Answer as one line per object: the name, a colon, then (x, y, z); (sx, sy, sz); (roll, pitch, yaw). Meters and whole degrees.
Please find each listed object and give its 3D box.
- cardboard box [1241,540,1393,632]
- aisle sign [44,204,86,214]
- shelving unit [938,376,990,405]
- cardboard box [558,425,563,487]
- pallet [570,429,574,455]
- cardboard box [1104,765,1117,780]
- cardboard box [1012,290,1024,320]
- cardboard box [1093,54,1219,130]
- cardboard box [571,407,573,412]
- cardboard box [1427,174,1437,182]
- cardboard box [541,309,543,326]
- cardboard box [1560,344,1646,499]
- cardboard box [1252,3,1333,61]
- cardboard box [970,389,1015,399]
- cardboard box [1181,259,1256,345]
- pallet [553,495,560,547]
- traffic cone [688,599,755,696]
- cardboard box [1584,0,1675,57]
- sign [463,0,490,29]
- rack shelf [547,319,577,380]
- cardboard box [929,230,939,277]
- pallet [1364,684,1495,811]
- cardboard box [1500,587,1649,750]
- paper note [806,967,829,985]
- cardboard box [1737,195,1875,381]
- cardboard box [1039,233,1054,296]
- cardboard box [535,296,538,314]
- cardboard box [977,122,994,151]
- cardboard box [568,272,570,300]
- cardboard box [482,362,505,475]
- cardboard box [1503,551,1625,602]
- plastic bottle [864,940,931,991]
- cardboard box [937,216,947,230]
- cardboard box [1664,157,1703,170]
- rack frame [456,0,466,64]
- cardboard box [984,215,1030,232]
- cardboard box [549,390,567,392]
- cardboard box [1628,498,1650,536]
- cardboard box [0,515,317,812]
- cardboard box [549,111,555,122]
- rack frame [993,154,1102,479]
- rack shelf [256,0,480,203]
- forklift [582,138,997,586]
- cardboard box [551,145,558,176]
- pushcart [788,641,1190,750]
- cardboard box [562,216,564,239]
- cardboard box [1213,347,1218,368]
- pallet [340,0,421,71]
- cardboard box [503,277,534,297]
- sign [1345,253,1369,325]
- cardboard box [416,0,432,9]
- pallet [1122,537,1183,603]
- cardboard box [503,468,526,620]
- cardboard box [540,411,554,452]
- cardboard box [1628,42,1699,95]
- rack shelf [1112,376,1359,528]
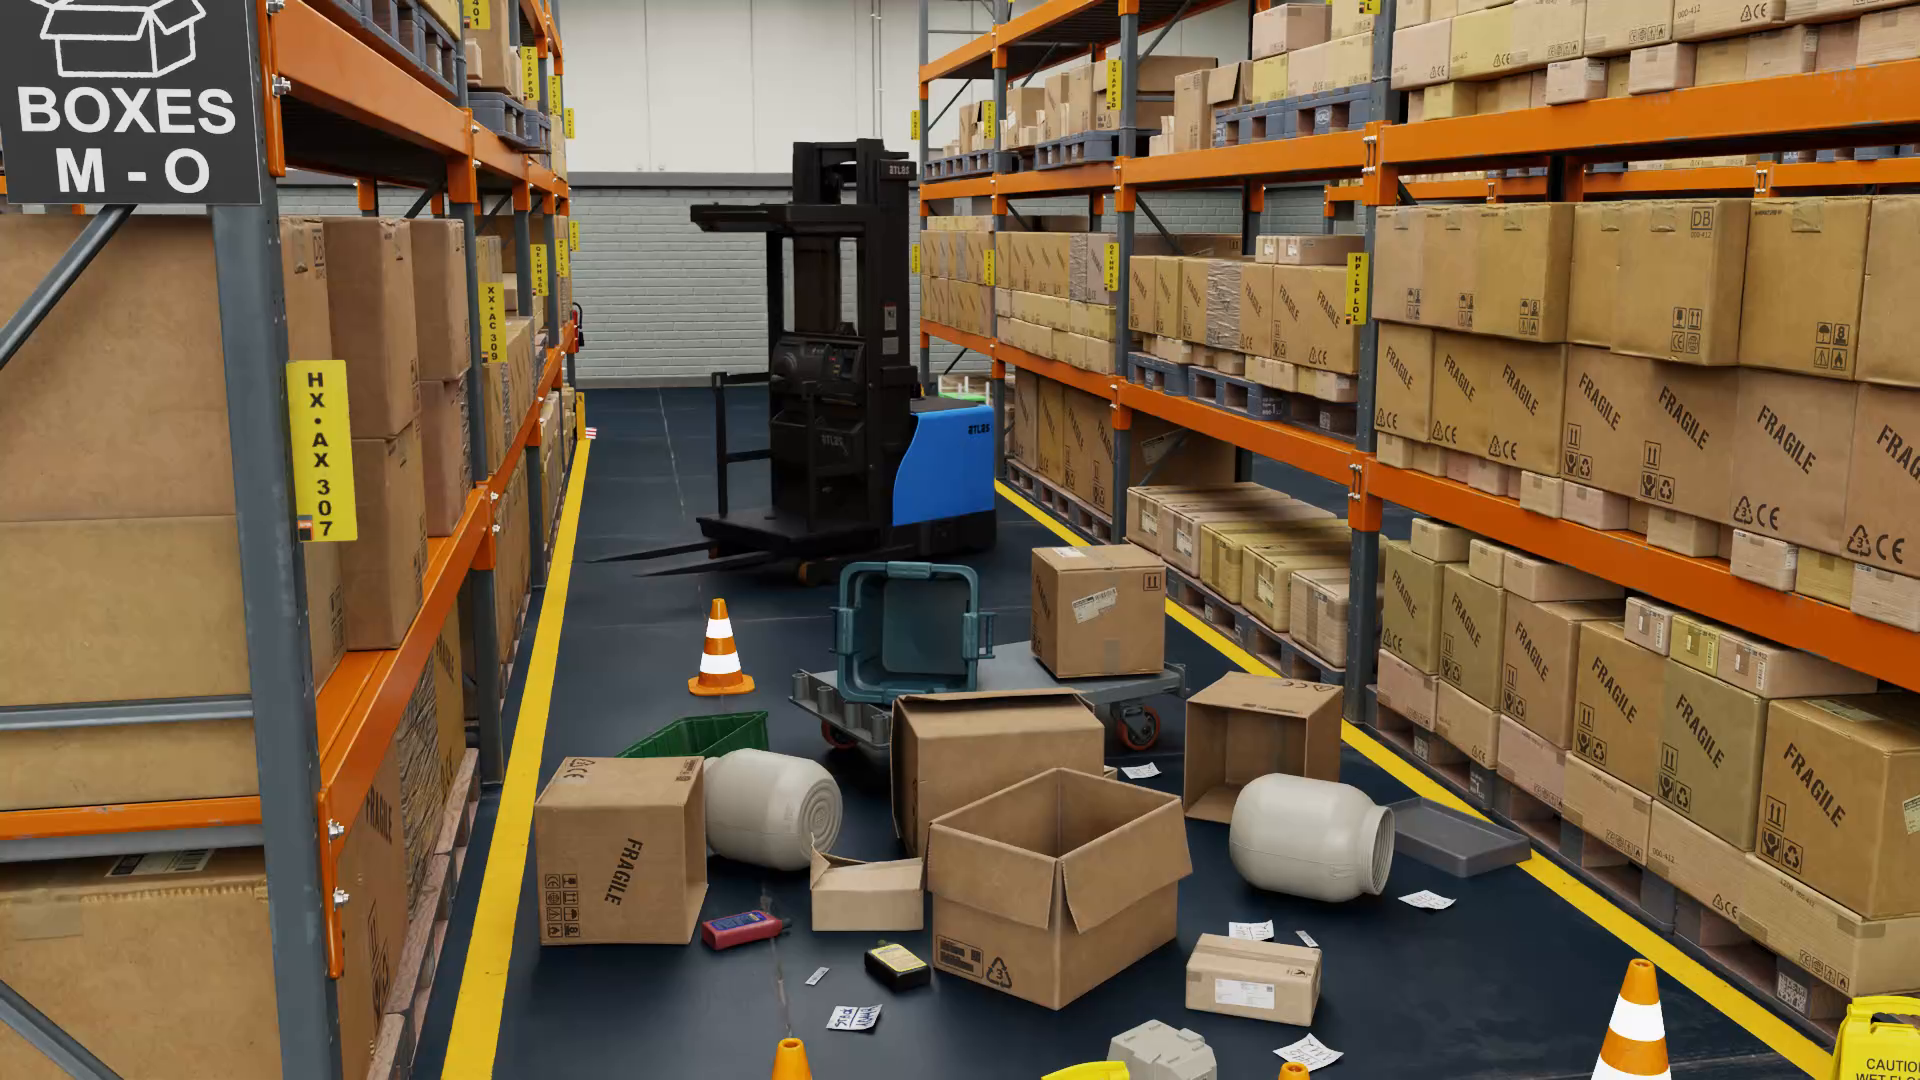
cardboard box: (2.122, 0.249, 9.268); (0.950, 0.372, 0.625); (-1, 11, -7)
aisle sign: (-9.405, -3.749, 17.418); (0.394, 0.787, 0.004); (-2, 11, -11)
shelving unit: (0.025, -0.637, 12.833); (0.258, 1.200, 0.503); (-4, 11, -18)
cardboard box: (-3.631, -0.728, 14.060); (0.500, 0.500, 0.500); (-2, 11, -12)
pallet: (-4.662, -1.076, 17.783); (1.003, 0.211, 1.213); (-2, 11, -11)
cardboard box: (0.423, 0.963, 6.925); (0.396, 0.266, 0.258); (9, 14, 38)
cardboard box: (0.751, -2.061, 14.566); (0.500, 0.250, 0.500); (-2, 11, -10)
cardboard box: (1.370, -3.135, 11.724); (0.797, 0.503, 0.637); (-3, 11, -15)
cardboard box: (-4.418, -1.475, 18.130); (0.380, 0.149, 0.250); (-2, 11, -13)
cardboard box: (5.167, -3.851, 17.556); (0.380, 0.149, 0.250); (-2, 11, -9)
cardboard box: (-3.751, -1.893, 14.170); (0.380, 0.149, 0.250); (-2, 11, -12)
cardboard box: (2.505, -0.436, 5.902); (0.500, 0.500, 0.500); (-2, 11, -10)
cardboard box: (1.912, -2.747, 9.026); (0.500, 0.250, 0.500); (-2, 11, -10)
cardboard box: (0.622, -1.305, 17.262); (0.875, 0.438, 0.875); (-2, 11, -13)
cardboard box: (1.670, -1.459, 10.154); (0.500, 0.500, 0.500); (-2, 11, -10)
pallet: (-3.629, -0.139, 12.863); (1.003, 0.211, 1.213); (-2, 11, -11)
traffic cone: (-1.246, 0.537, 8.640); (0.336, 0.463, 0.334); (-2, 11, -11)
cardboard box: (2.481, -1.784, 5.628); (0.500, 0.250, 0.500); (-2, 11, -10)
sign: (-1.922, -2.196, 6.593); (0.100, 0.325, 0.005); (-2, 11, -11)
rack shelf: (-4.411, -1.889, 16.525); (1.077, 0.370, 4.000); (-2, 11, -11)
cardboard box: (-0.043, -3.156, 18.312); (0.500, 0.500, 0.500); (-2, 11, -13)
pallet: (2.535, 0.884, 7.485); (1.003, 0.211, 1.213); (-2, 11, -11)
cardboard box: (2.434, 0.480, 6.379); (0.500, 0.500, 0.500); (-2, 11, -8)
paper note: (-0.457, 1.397, 5.330); (0.032, 0.001, 0.123); (4, 11, 18)
cardboard box: (2.743, -0.739, 4.820); (0.700, 0.500, 0.500); (-2, 11, -10)
cardboard box: (0.945, -2.245, 13.526); (0.500, 0.500, 0.500); (-2, 11, -12)
cardboard box: (-3.596, -1.895, 13.385); (0.380, 0.149, 0.250); (-2, 11, -13)
cardboard box: (0.375, -3.843, 15.812); (0.396, 0.266, 0.258); (-2, 11, -9)
cardboard box: (-4.365, -2.637, 17.467); (0.500, 0.500, 0.500); (-2, 11, -12)
cardboard box: (-2.305, -0.564, 7.371); (0.500, 0.500, 0.500); (-2, 11, -10)
cardboard box: (2.342, 0.137, 6.446); (0.380, 0.149, 0.250); (-1, 11, -8)
plastic bottle: (-0.219, 1.364, 5.365); (0.133, 0.061, 0.283); (-6, 13, -31)
cardboard box: (-0.039, -3.447, 18.108); (0.380, 0.149, 0.250); (-2, 11, -13)
cardboard box: (6.023, -3.099, 13.337); (0.500, 0.250, 0.500); (-2, 11, -11)
rack frame: (-2.466, -3.356, 6.261); (1.000, 3.000, 0.127); (-2, 11, -11)
cardboard box: (0.441, -2.978, 15.646); (0.380, 0.149, 0.250); (-2, 11, -12)
cardboard box: (-4.293, -1.479, 17.355); (0.380, 0.149, 0.250); (-3, 11, -13)
cardboard box: (2.587, -0.092, 5.830); (0.380, 0.149, 0.250); (-2, 11, -11)
cardboard box: (-1.805, 0.185, 3.302); (0.875, 0.550, 0.550); (-2, 11, -11)
cardboard box: (-4.050, -4.022, 15.782); (0.380, 0.149, 0.250); (-2, 11, -8)
rack frame: (0.814, -2.075, 15.574); (1.000, 3.000, 0.127); (-2, 11, -11)
rack shelf: (-2.077, -1.162, 4.681); (1.077, 0.370, 4.000); (-2, 11, -11)
forklift: (-1.139, -1.240, 11.374); (3.031, 2.935, 1.130); (-10, 15, -43)
cardboard box: (-3.853, -3.370, 14.761); (0.500, 0.250, 0.500); (-2, 11, -8)
pushcart: (0.143, 0.773, 7.626); (1.648, 0.377, 0.936); (-6, 13, -31)
cardboard box: (-4.153, -2.936, 16.364); (0.500, 0.500, 0.500); (-3, 11, -13)
cardboard box: (1.752, -1.110, 10.052); (0.380, 0.149, 0.250); (-2, 11, -9)
pallet: (-2.084, -1.465, 4.586); (1.003, 0.211, 1.213); (-2, 11, -11)
cardboard box: (-3.556, -1.995, 13.111); (0.380, 0.149, 0.250); (-2, 11, -13)
sign: (1.826, -1.155, 7.647); (0.100, 0.325, 0.005); (-2, 11, -11)
cardboard box: (-1.884, -1.773, 5.248); (0.380, 0.149, 0.250); (-2, 11, -10)
pallet: (1.742, 0.172, 11.227); (1.003, 0.211, 1.213); (-2, 11, -11)
cardboard box: (-3.041, 0.032, 9.402); (1.050, 0.750, 0.750); (-2, 11, -10)
cardboard box: (-3.323, -0.809, 12.479); (0.500, 0.250, 0.500); (-2, 11, -11)
cardboard box: (2.461, -1.559, 5.515); (0.380, 0.149, 0.250); (-2, 11, -12)
rack shelf: (1.981, -0.621, 9.859); (1.077, 0.370, 4.000); (-2, 11, -11)
